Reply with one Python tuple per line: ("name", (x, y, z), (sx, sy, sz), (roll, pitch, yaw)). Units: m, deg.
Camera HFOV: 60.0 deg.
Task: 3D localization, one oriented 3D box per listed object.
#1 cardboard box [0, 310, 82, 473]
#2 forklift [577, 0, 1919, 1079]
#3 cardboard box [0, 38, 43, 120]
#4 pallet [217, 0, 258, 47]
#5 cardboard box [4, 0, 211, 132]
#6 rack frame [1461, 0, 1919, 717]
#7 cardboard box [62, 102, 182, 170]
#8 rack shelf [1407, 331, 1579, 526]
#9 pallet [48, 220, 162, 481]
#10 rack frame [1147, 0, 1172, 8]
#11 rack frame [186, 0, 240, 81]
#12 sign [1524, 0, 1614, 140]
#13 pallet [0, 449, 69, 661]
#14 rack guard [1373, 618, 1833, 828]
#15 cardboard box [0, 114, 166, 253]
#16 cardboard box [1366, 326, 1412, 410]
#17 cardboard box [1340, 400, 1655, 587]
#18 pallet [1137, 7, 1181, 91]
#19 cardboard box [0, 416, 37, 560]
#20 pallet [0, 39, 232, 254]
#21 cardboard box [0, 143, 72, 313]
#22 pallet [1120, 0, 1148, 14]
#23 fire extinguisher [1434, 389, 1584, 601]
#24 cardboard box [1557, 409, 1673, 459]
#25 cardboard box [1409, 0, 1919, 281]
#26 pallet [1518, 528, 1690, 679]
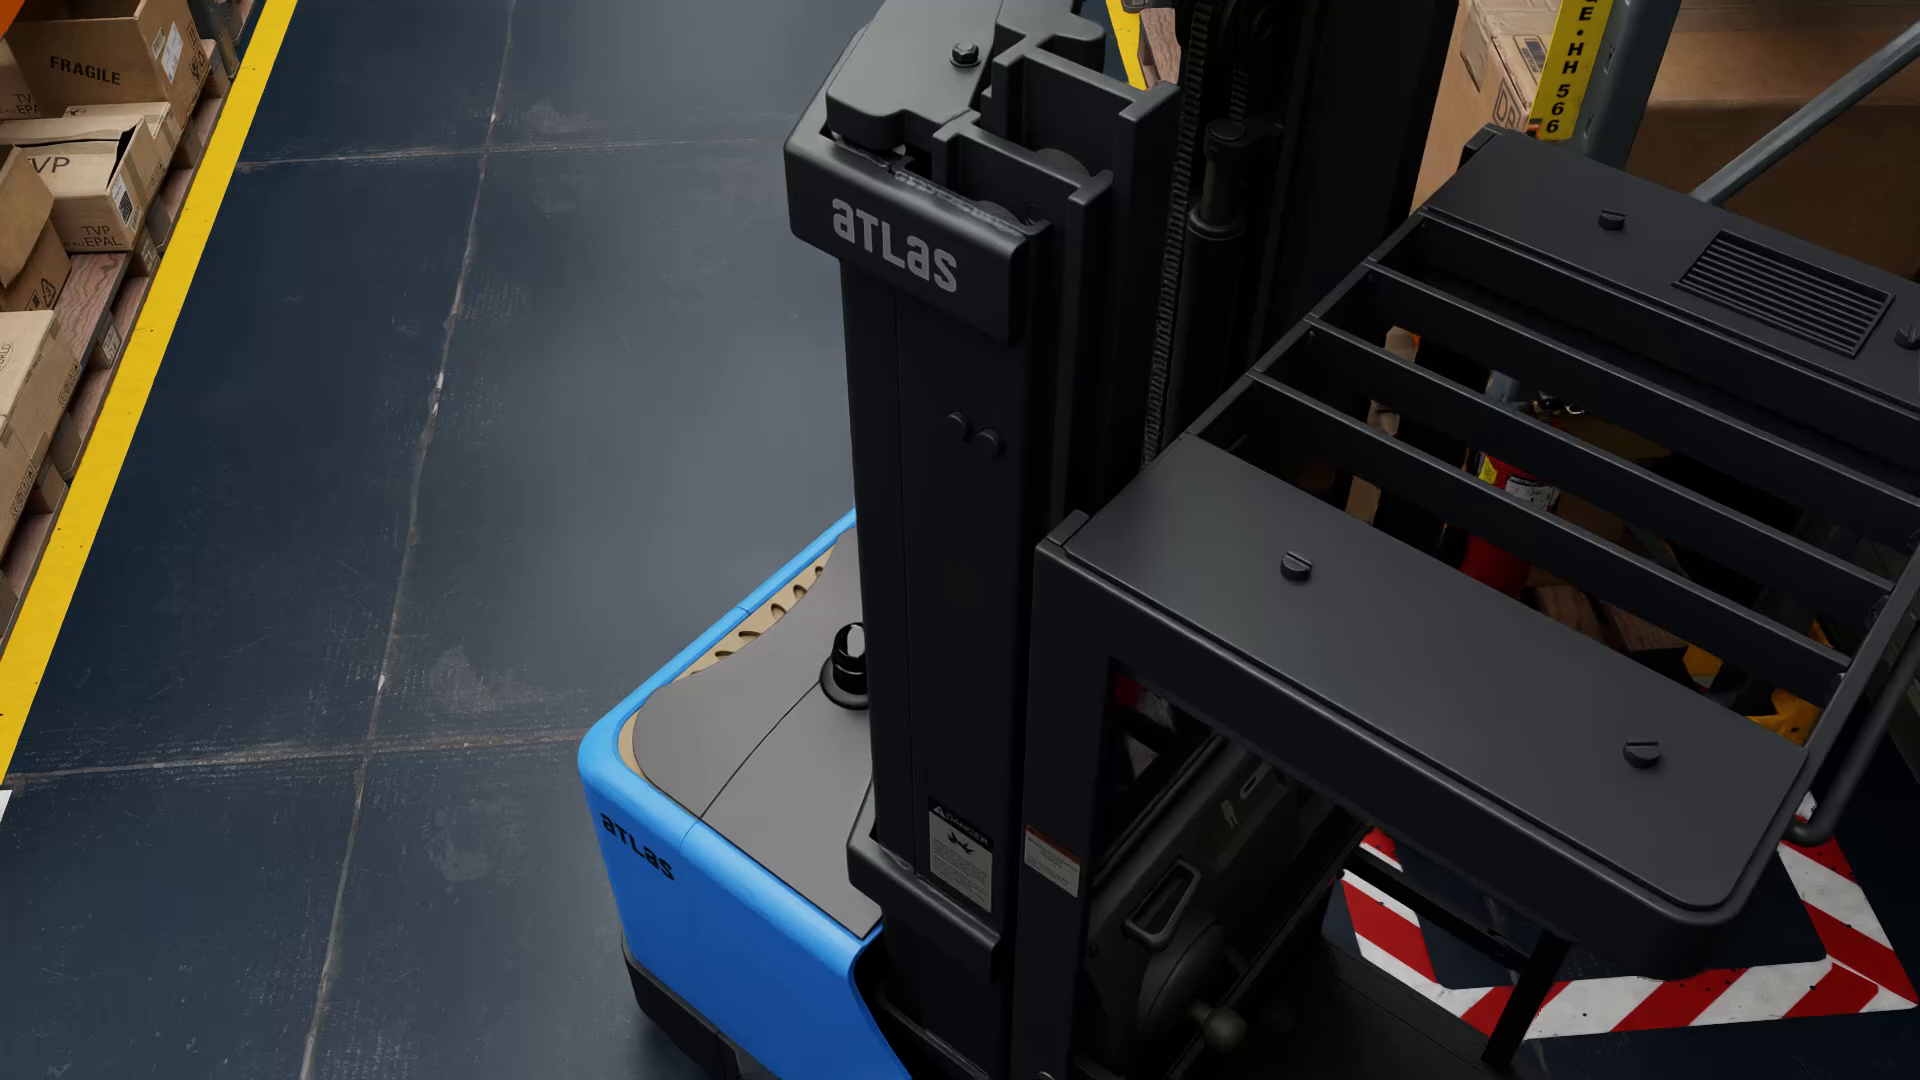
("cardboard box", (-3.118, -0.456, 5.207), (0.500, 0.250, 0.500), (-3, 47, -3))
("forklift", (0.662, 0.548, 2.713), (3.031, 2.935, 1.130), (30, 54, 26))
("cardboard box", (-3.787, -1.920, 6.551), (0.500, 0.311, 0.500), (-3, 47, -3))
("pallet", (-3.712, -2.637, 7.602), (1.003, 0.211, 1.213), (-3, 47, -3))
("cardboard box", (-3.276, -1.907, 6.409), (0.500, 0.500, 0.500), (-3, 47, -3))
("rack frame", (1.665, -0.420, 3.582), (1.000, 3.000, 0.127), (-3, 47, -3))
("cardboard box", (-3.185, -1.518, 6.283), (0.380, 0.149, 0.250), (-3, 47, -3))
("rack shelf", (1.497, -1.619, 5.213), (1.077, 0.370, 4.000), (-3, 47, -3))
("pallet", (-3.444, -0.669, 5.739), (1.003, 0.211, 1.213), (-3, 47, -3))
("rack frame", (1.330, -3.314, 6.322), (1.000, 3.000, 0.127), (-3, 47, -3))
("rack frame", (-3.606, -3.010, 6.035), (1.000, 3.000, 0.127), (-3, 47, -3))
("sign", (1.123, -0.876, 3.054), (0.100, 0.325, 0.005), (-3, 47, -3))
("pallet", (-3.345, 0.211, 4.905), (1.003, 0.211, 1.213), (-3, 47, -3))
("rack guard", (1.667, 0.457, 4.473), (1.175, 0.500, 0.348), (-3, 47, -3))
("cardboard box", (-3.213, -1.299, 5.963), (0.500, 0.311, 0.500), (-3, 47, -3))
("cardboard box", (1.314, -0.510, 4.653), (0.380, 0.149, 0.250), (-4, 47, -4))
("cardboard box", (1.506, -0.205, 4.811), (0.700, 0.500, 0.500), (-3, 47, -3))
("pallet", (1.315, -1.800, 6.809), (1.003, 0.211, 1.213), (-3, 47, -3))
("cardboard box", (-3.076, -0.094, 4.864), (0.500, 0.250, 0.500), (-3, 47, -3))
("pallet", (-3.550, -1.554, 6.577), (1.003, 0.211, 1.213), (-3, 47, -3))
("cardboard box", (-3.444, -0.944, 5.494), (0.797, 0.503, 0.637), (-3, 47, -3))
("pallet", (1.190, -2.909, 7.859), (1.003, 0.211, 1.213), (-3, 47, -3))
("fire extinguisher", (1.217, -0.128, 3.615), (0.296, 0.674, 0.183), (-3, 47, -3))
("cardboard box", (1.716, -0.350, 4.501), (0.380, 0.149, 0.250), (-3, 47, -3))
("cardboard box", (1.612, -0.891, 3.822), (0.980, 0.700, 0.700), (-2, 47, -1))
("pallet", (1.520, -0.035, 5.137), (1.003, 0.211, 1.213), (-3, 47, -3))
